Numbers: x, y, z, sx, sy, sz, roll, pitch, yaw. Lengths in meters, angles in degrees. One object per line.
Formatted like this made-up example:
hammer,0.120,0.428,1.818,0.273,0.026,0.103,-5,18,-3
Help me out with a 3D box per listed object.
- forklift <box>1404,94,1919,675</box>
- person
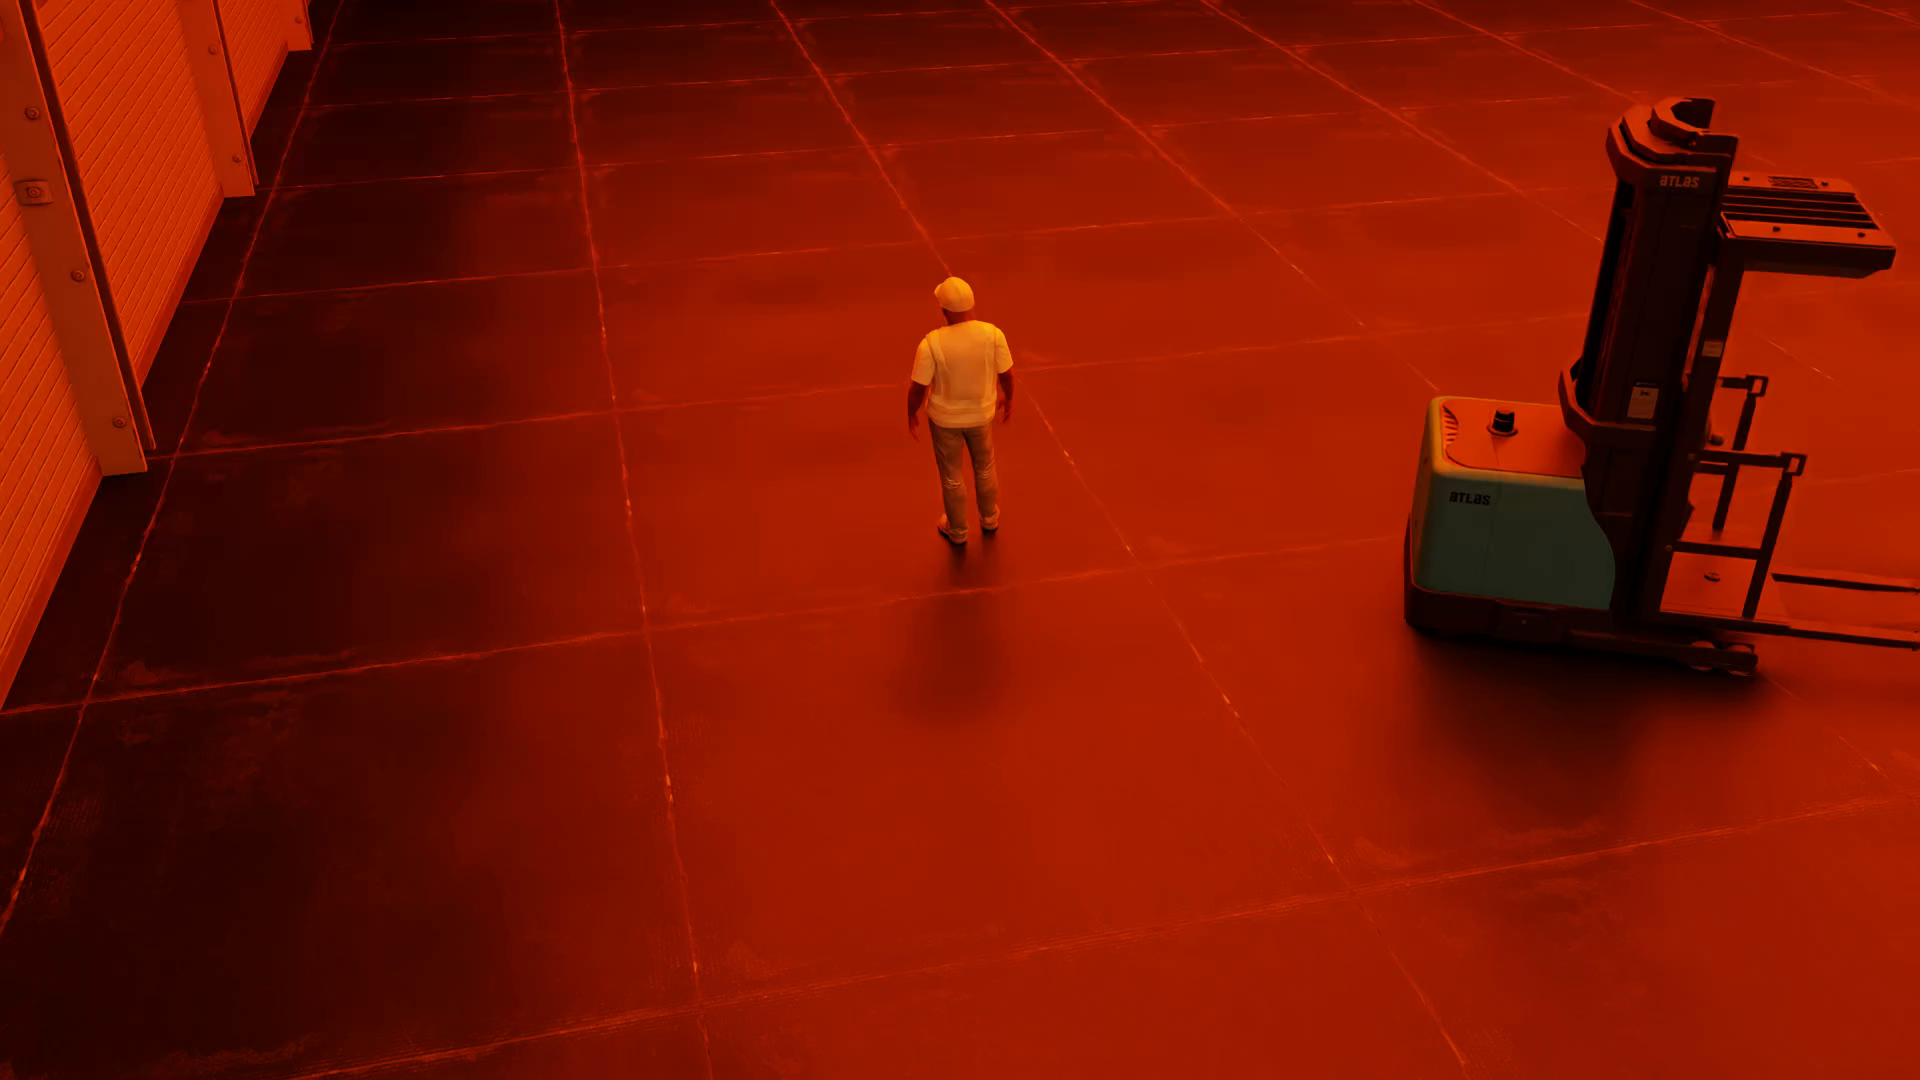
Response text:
forklift,4.143,-0.811,8.976,3.031,2.935,1.130,6,31,11
person,-0.011,-0.806,10.114,0.665,1.768,0.575,-7,31,-12
